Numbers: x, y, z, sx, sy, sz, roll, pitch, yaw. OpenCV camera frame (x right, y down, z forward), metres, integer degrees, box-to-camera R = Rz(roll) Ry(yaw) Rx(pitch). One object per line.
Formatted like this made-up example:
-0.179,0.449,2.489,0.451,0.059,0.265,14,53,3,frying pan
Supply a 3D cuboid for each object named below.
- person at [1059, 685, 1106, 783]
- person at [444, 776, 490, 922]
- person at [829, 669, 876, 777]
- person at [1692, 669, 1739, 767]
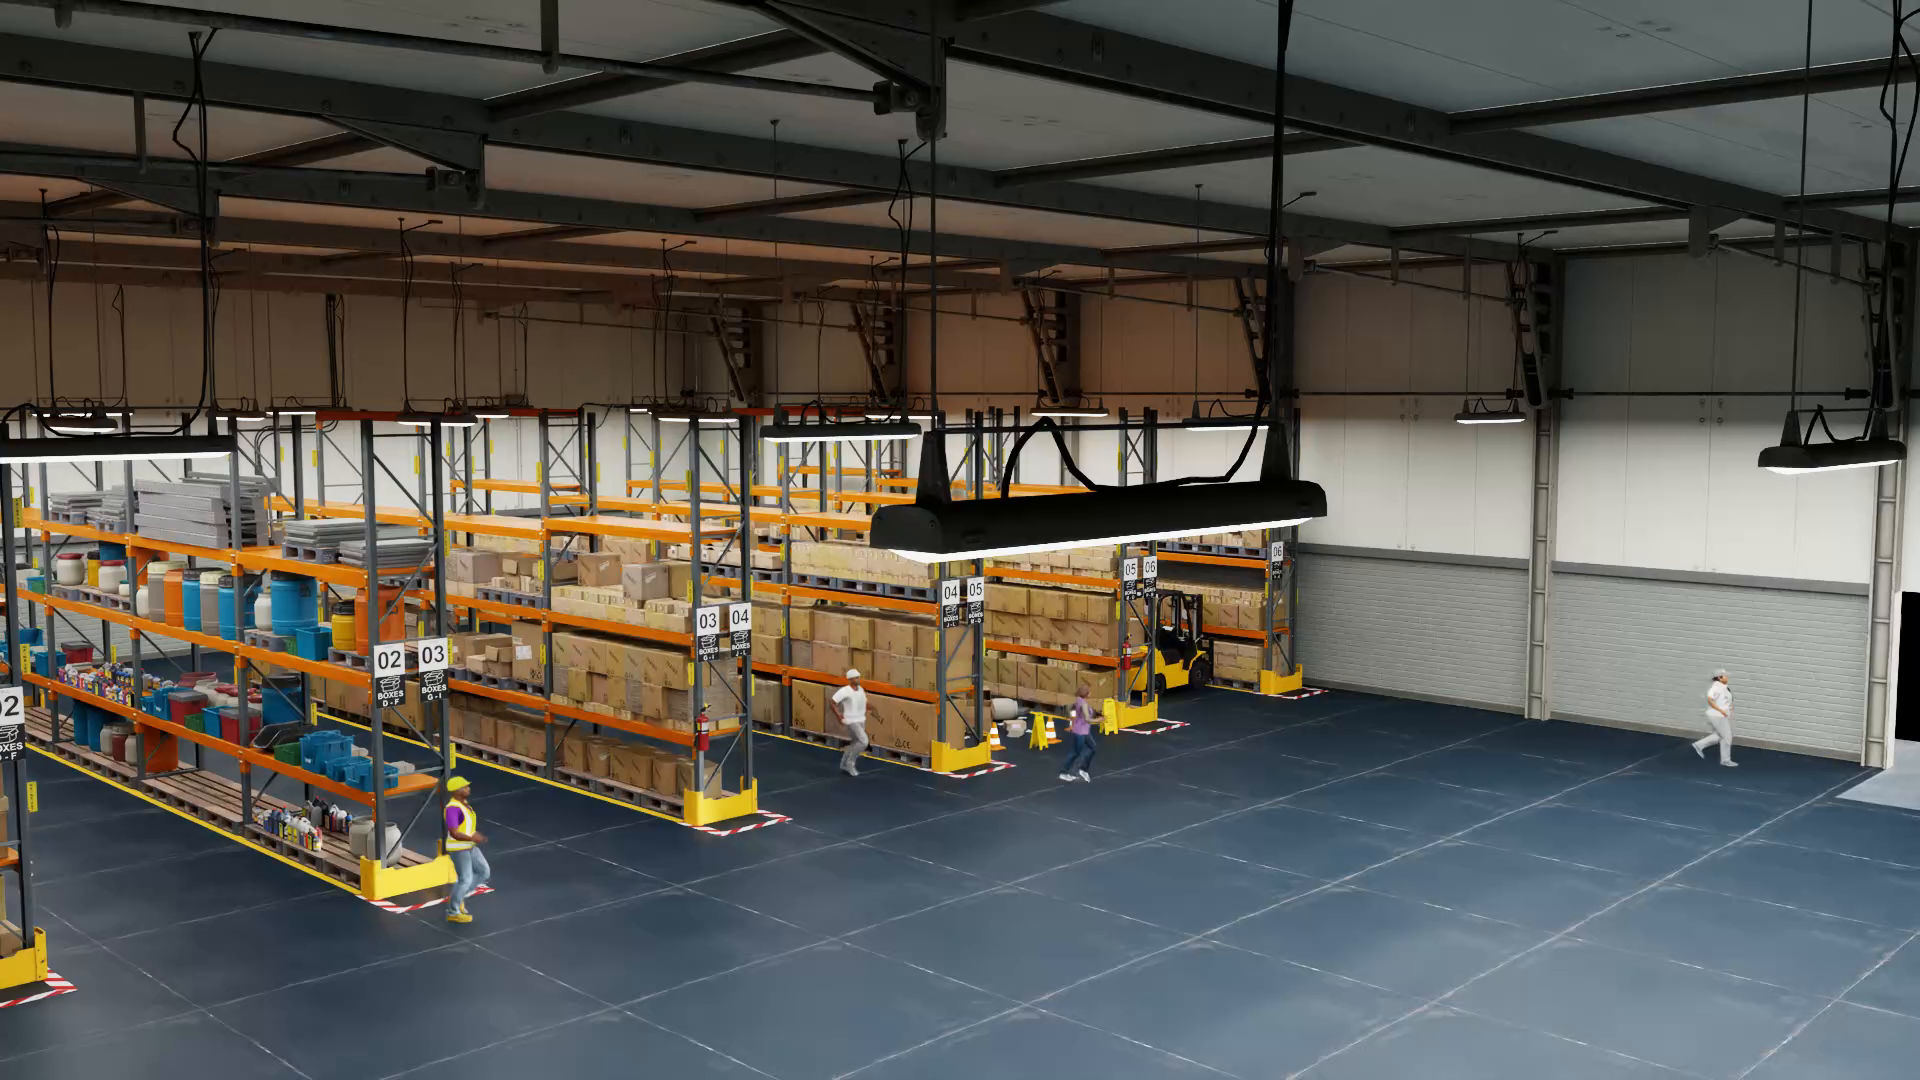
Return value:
1.981,3.148,26.955,0.758,1.621,0.503,0,5,0,person
-5.949,3.699,19.986,0.588,1.738,0.747,0,5,-2,person
-1.725,3.020,27.489,0.698,1.769,0.674,3,6,28,person
12.879,3.008,28.305,0.754,1.655,0.621,3,6,27,person
